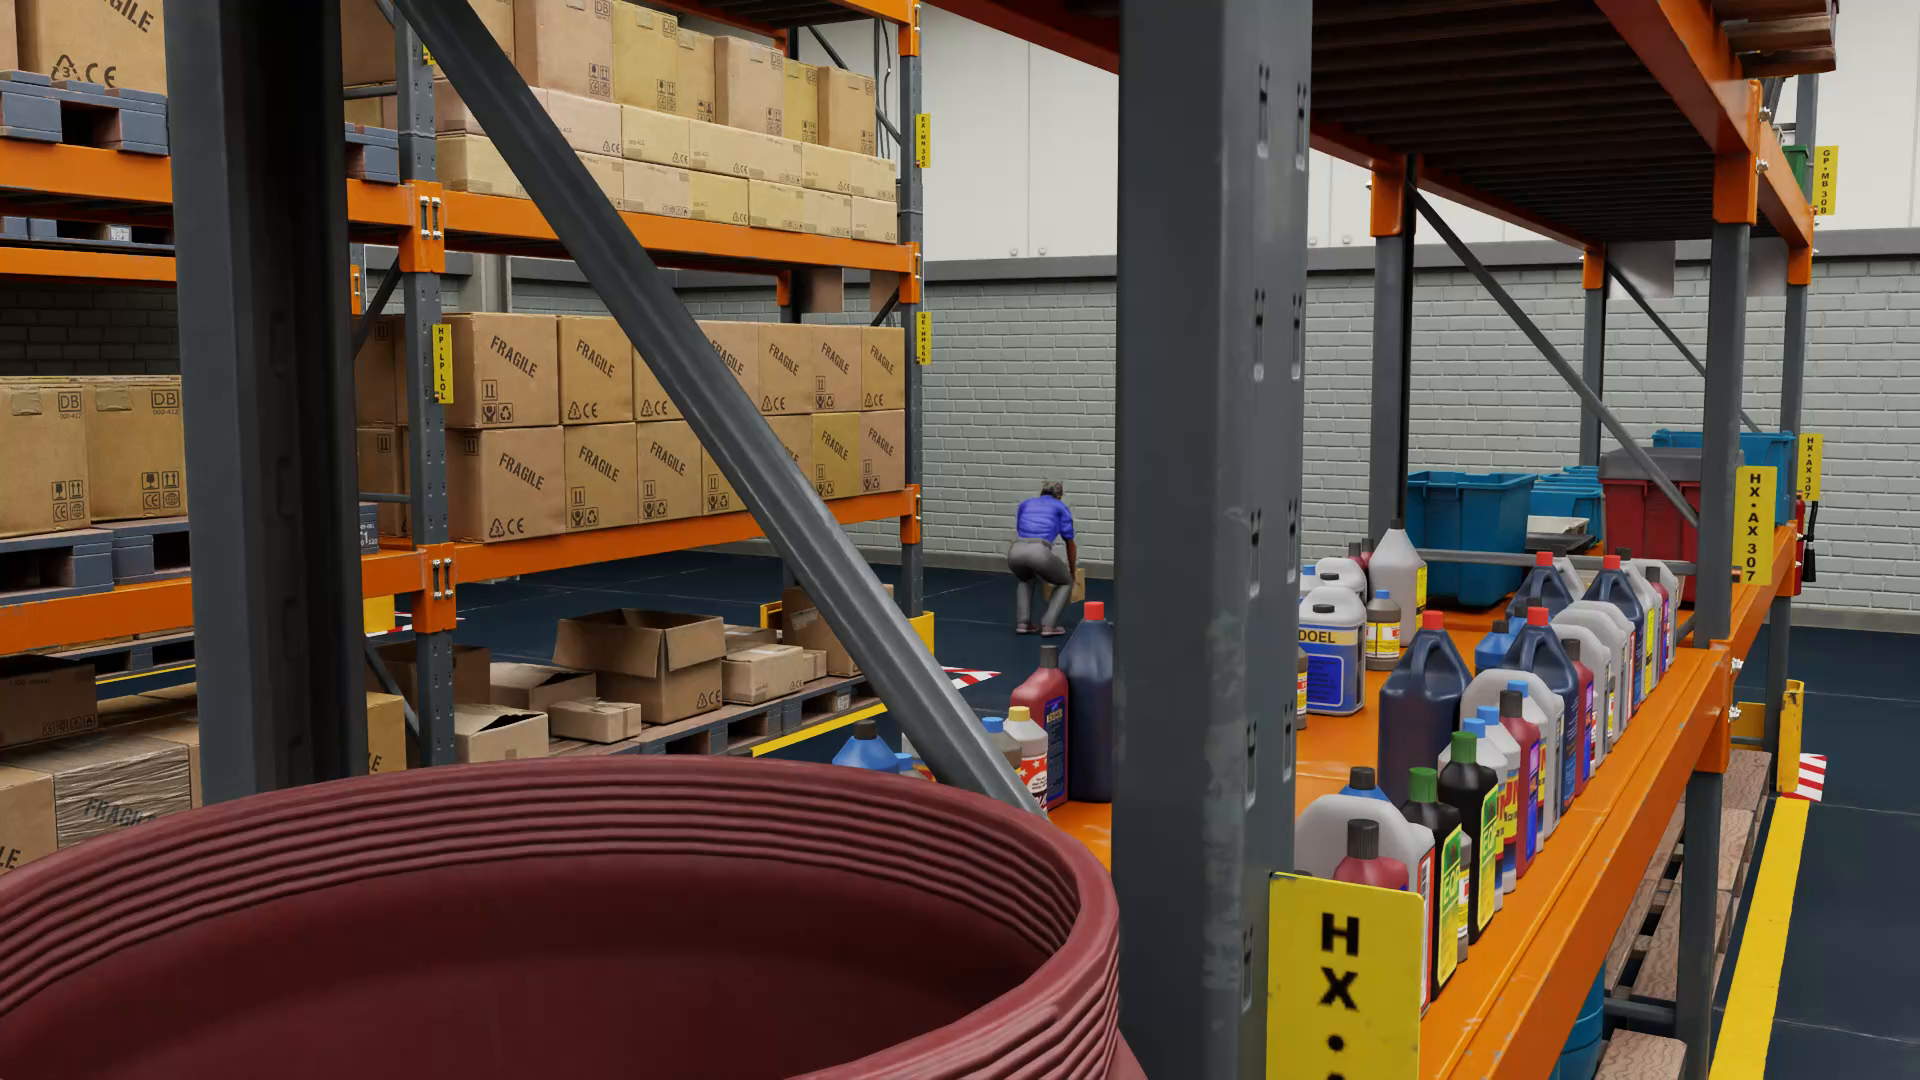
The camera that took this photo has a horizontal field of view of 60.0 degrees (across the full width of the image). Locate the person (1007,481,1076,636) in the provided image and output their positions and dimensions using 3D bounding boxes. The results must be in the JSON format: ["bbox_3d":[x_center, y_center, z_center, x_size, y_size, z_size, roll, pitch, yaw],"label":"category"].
[{"bbox_3d":[0.611,0.143,12.898,0.501,1.168,0.726,3,7,29],"label":"person"}]
